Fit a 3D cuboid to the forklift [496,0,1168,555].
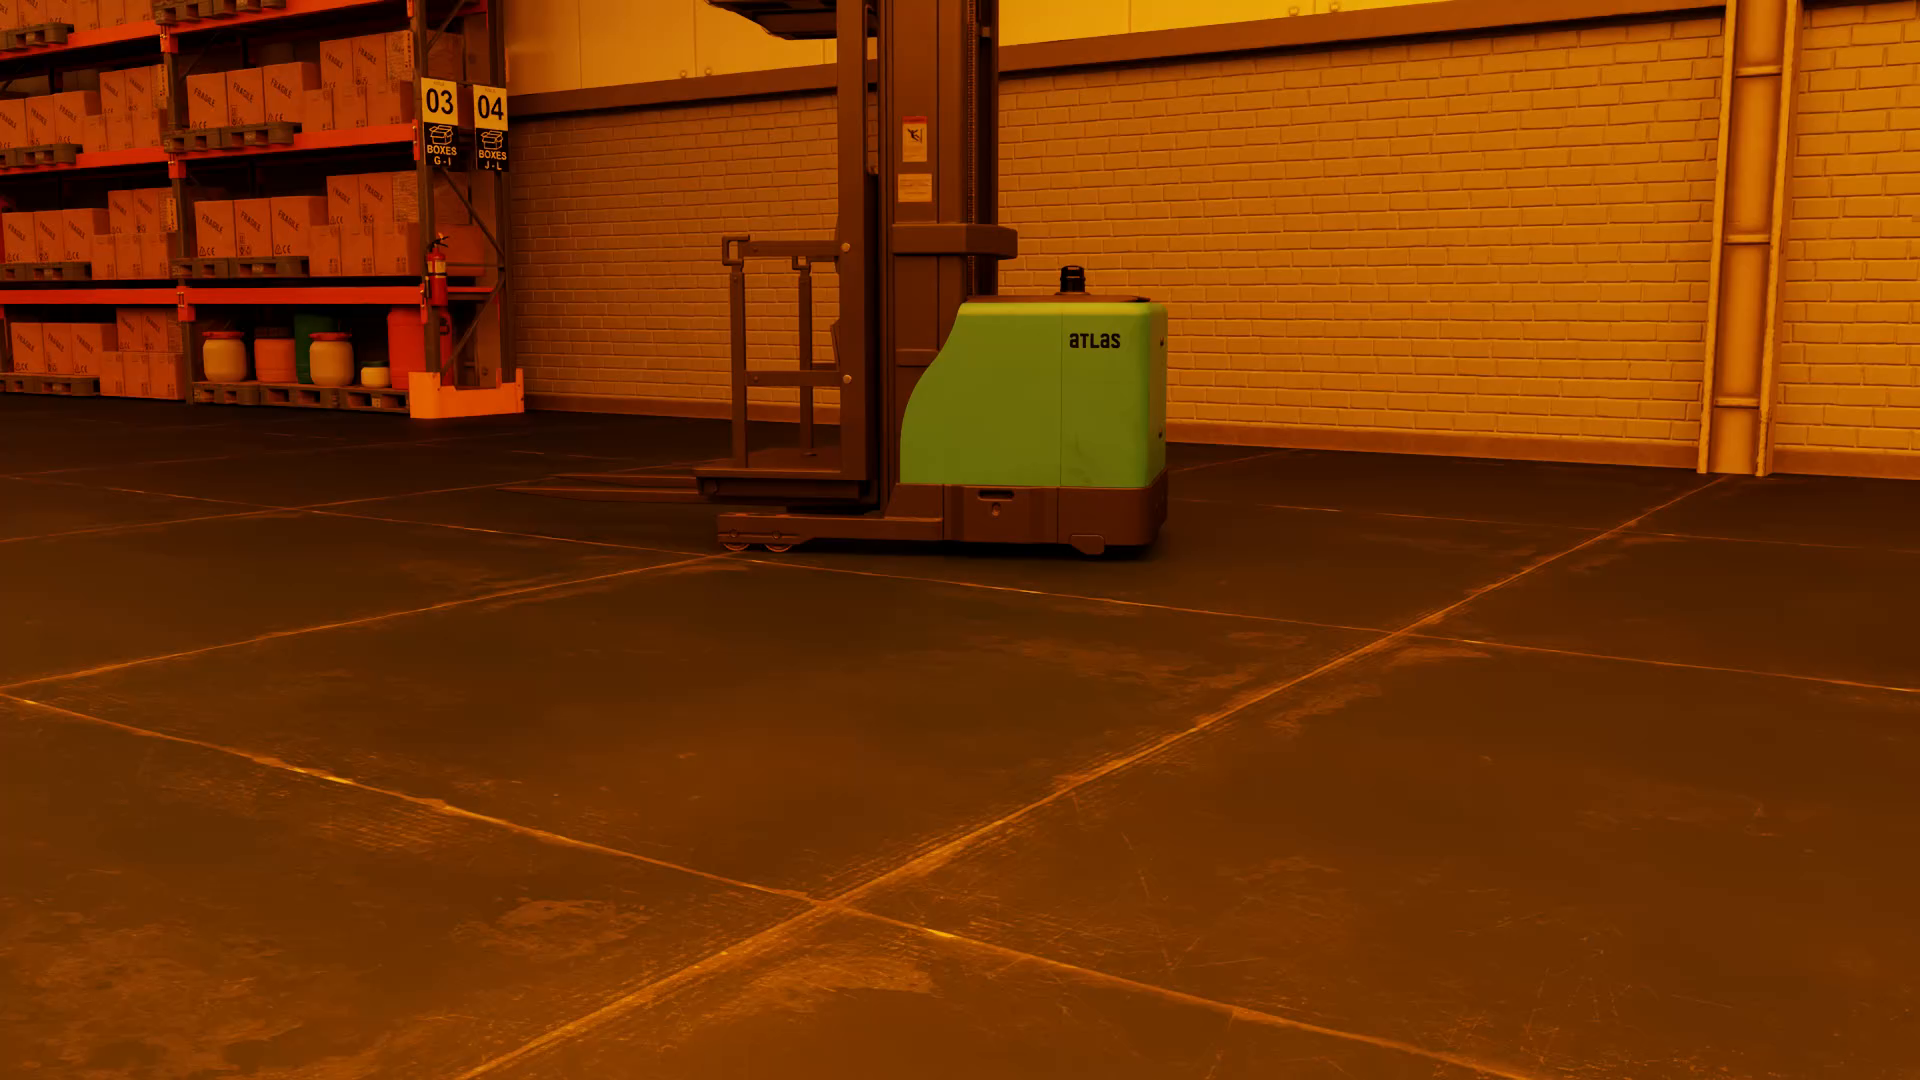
[{"bbox_3d":[-0.596,-1.469,7.520,3.031,2.935,1.130,2,8,12],"label":"forklift"}]
